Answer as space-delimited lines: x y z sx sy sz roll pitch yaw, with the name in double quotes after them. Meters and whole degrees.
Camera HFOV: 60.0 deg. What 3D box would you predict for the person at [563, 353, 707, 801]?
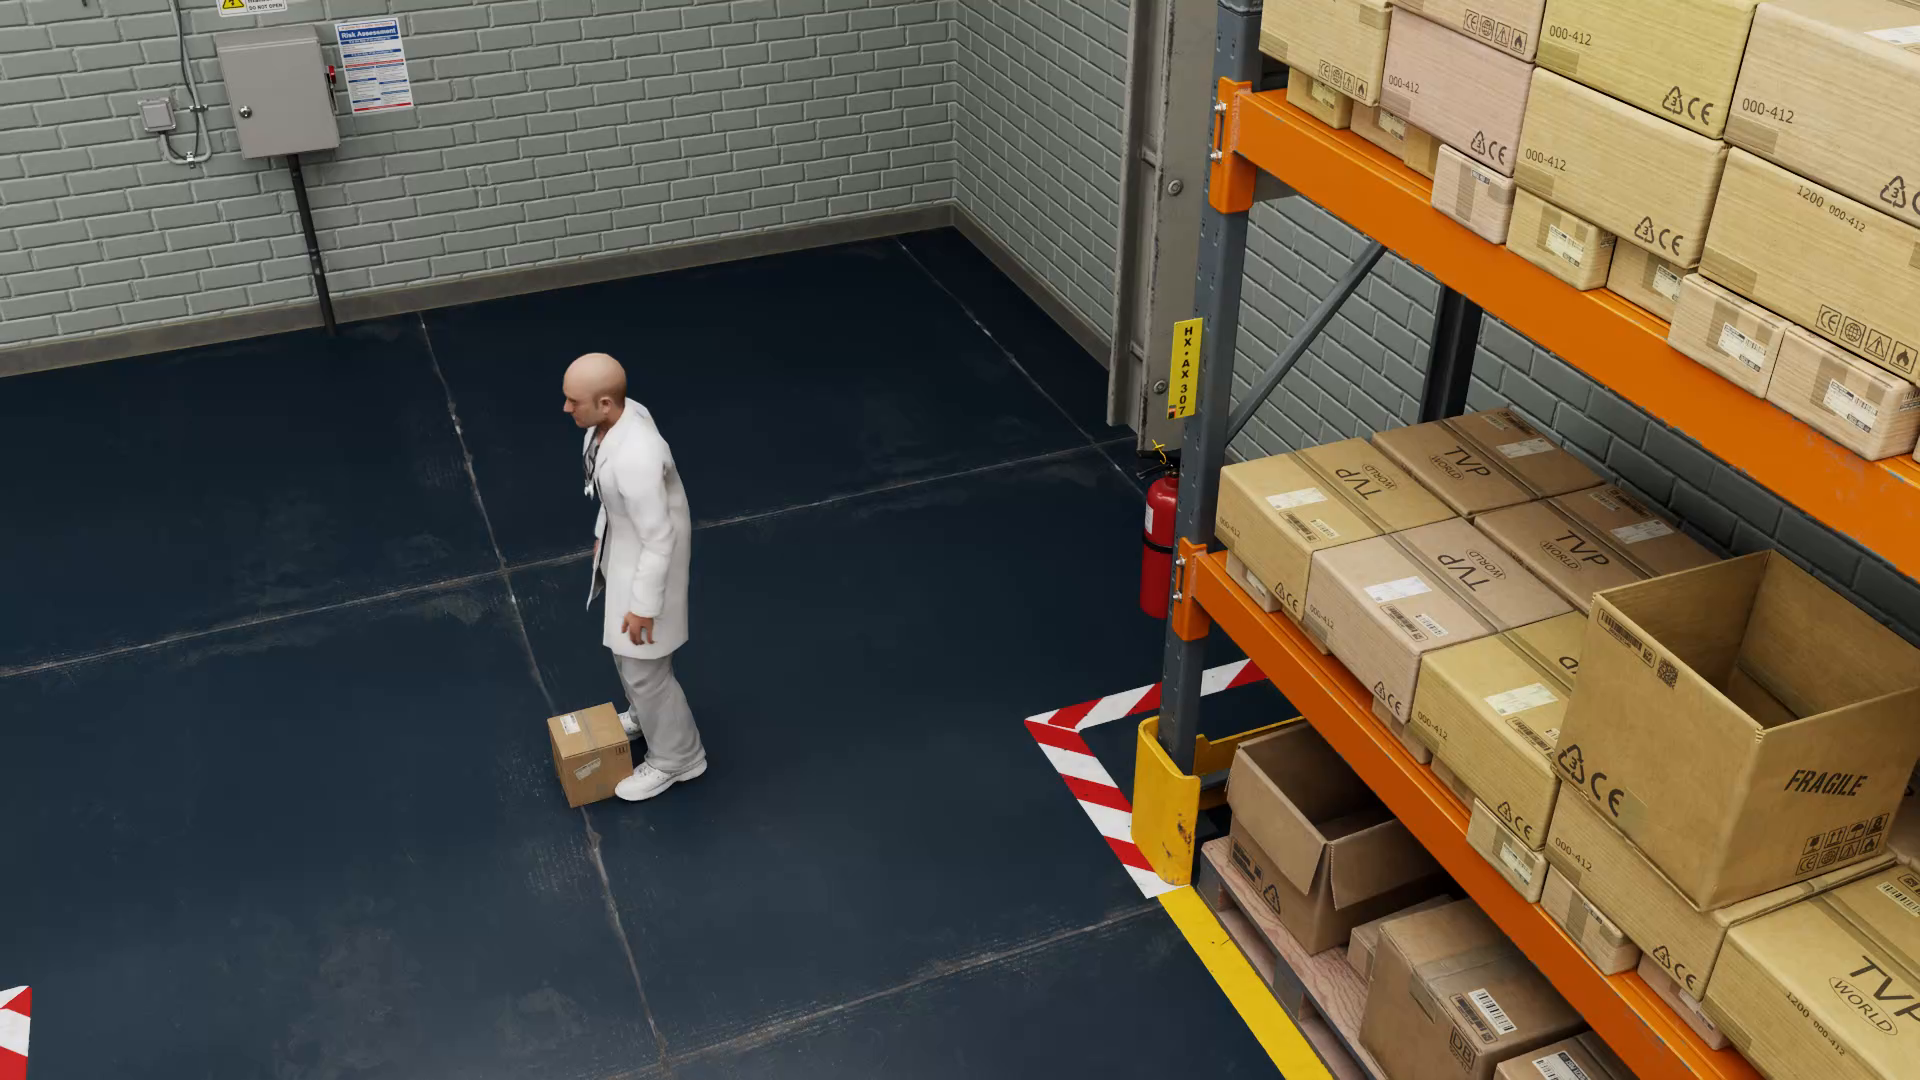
-1.170 0.119 5.971 0.422 1.775 0.642 -13 35 -19 "person"
